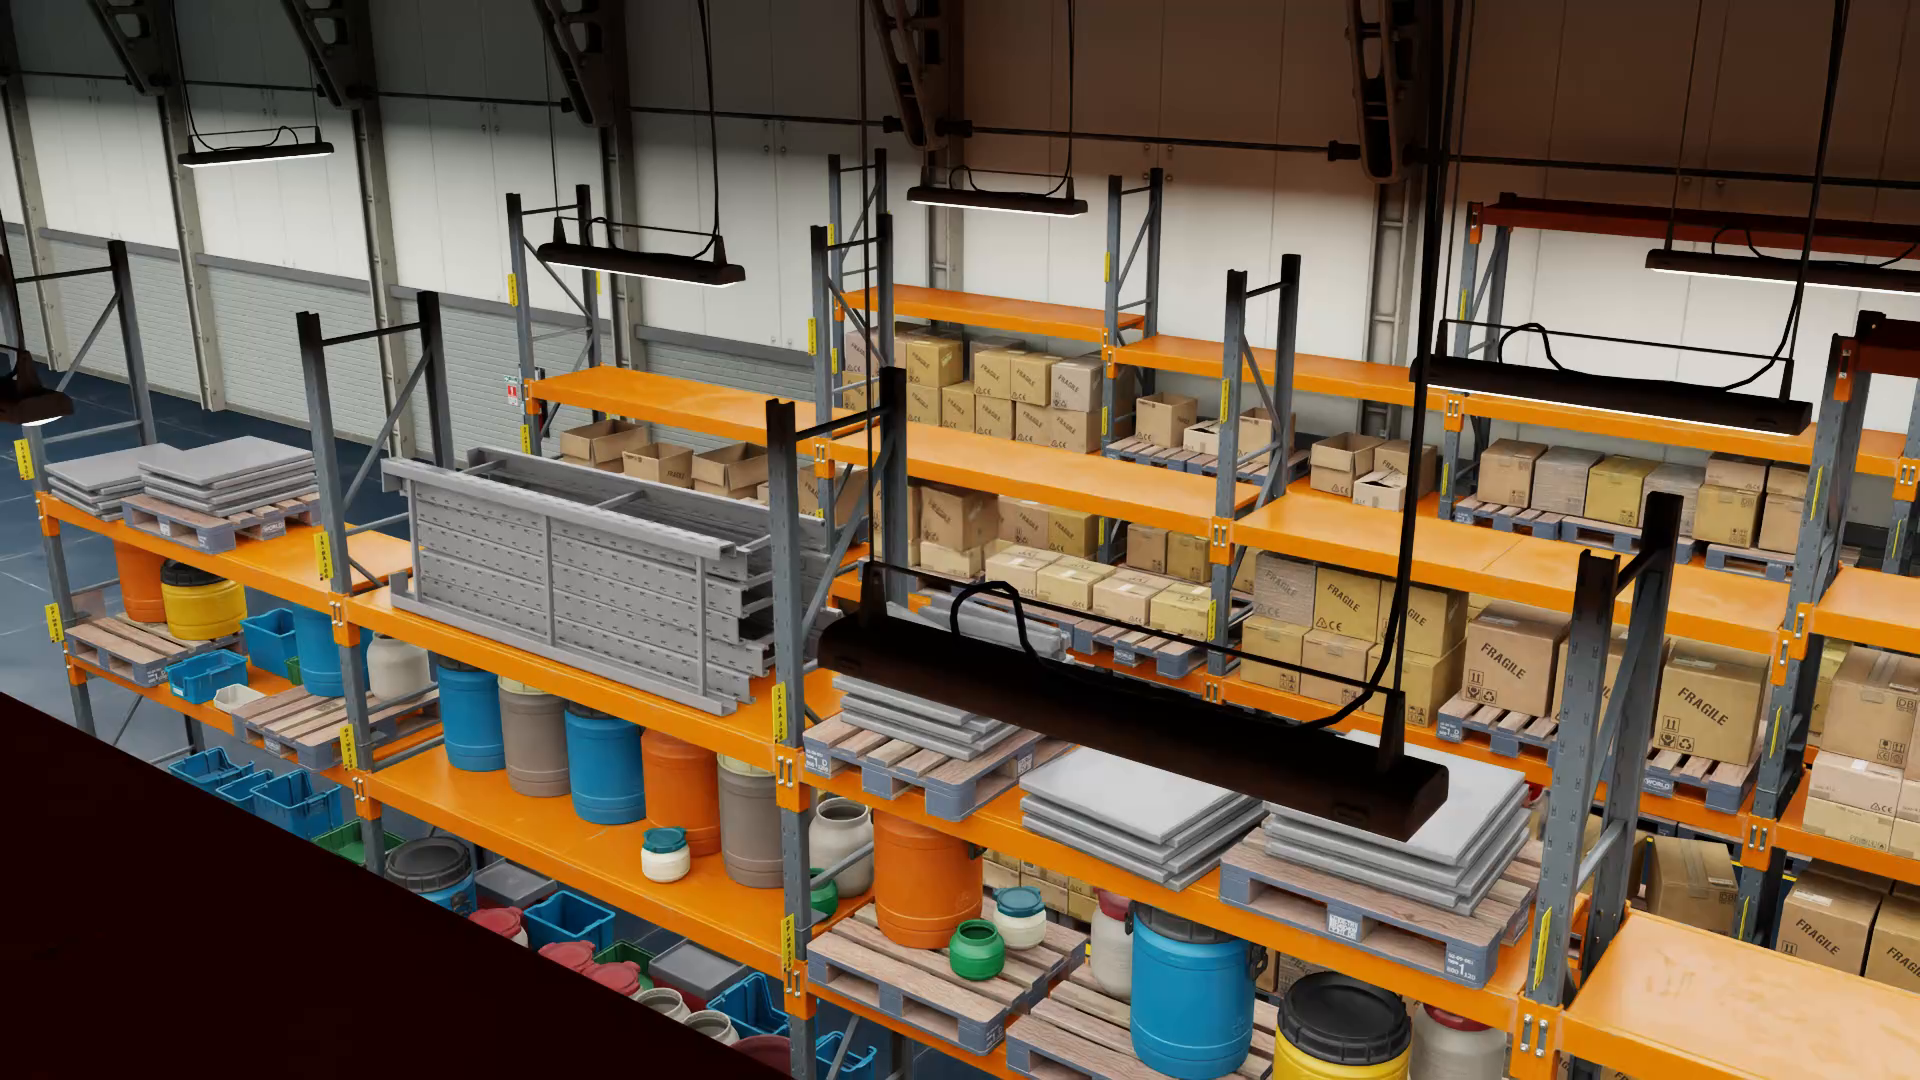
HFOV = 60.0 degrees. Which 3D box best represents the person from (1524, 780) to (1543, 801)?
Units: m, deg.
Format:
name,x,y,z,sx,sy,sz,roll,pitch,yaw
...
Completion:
name,x,y,z,sx,sy,sz,roll,pitch,yaw
person,5.115,2.050,15.010,0.303,0.682,0.536,12,22,31
